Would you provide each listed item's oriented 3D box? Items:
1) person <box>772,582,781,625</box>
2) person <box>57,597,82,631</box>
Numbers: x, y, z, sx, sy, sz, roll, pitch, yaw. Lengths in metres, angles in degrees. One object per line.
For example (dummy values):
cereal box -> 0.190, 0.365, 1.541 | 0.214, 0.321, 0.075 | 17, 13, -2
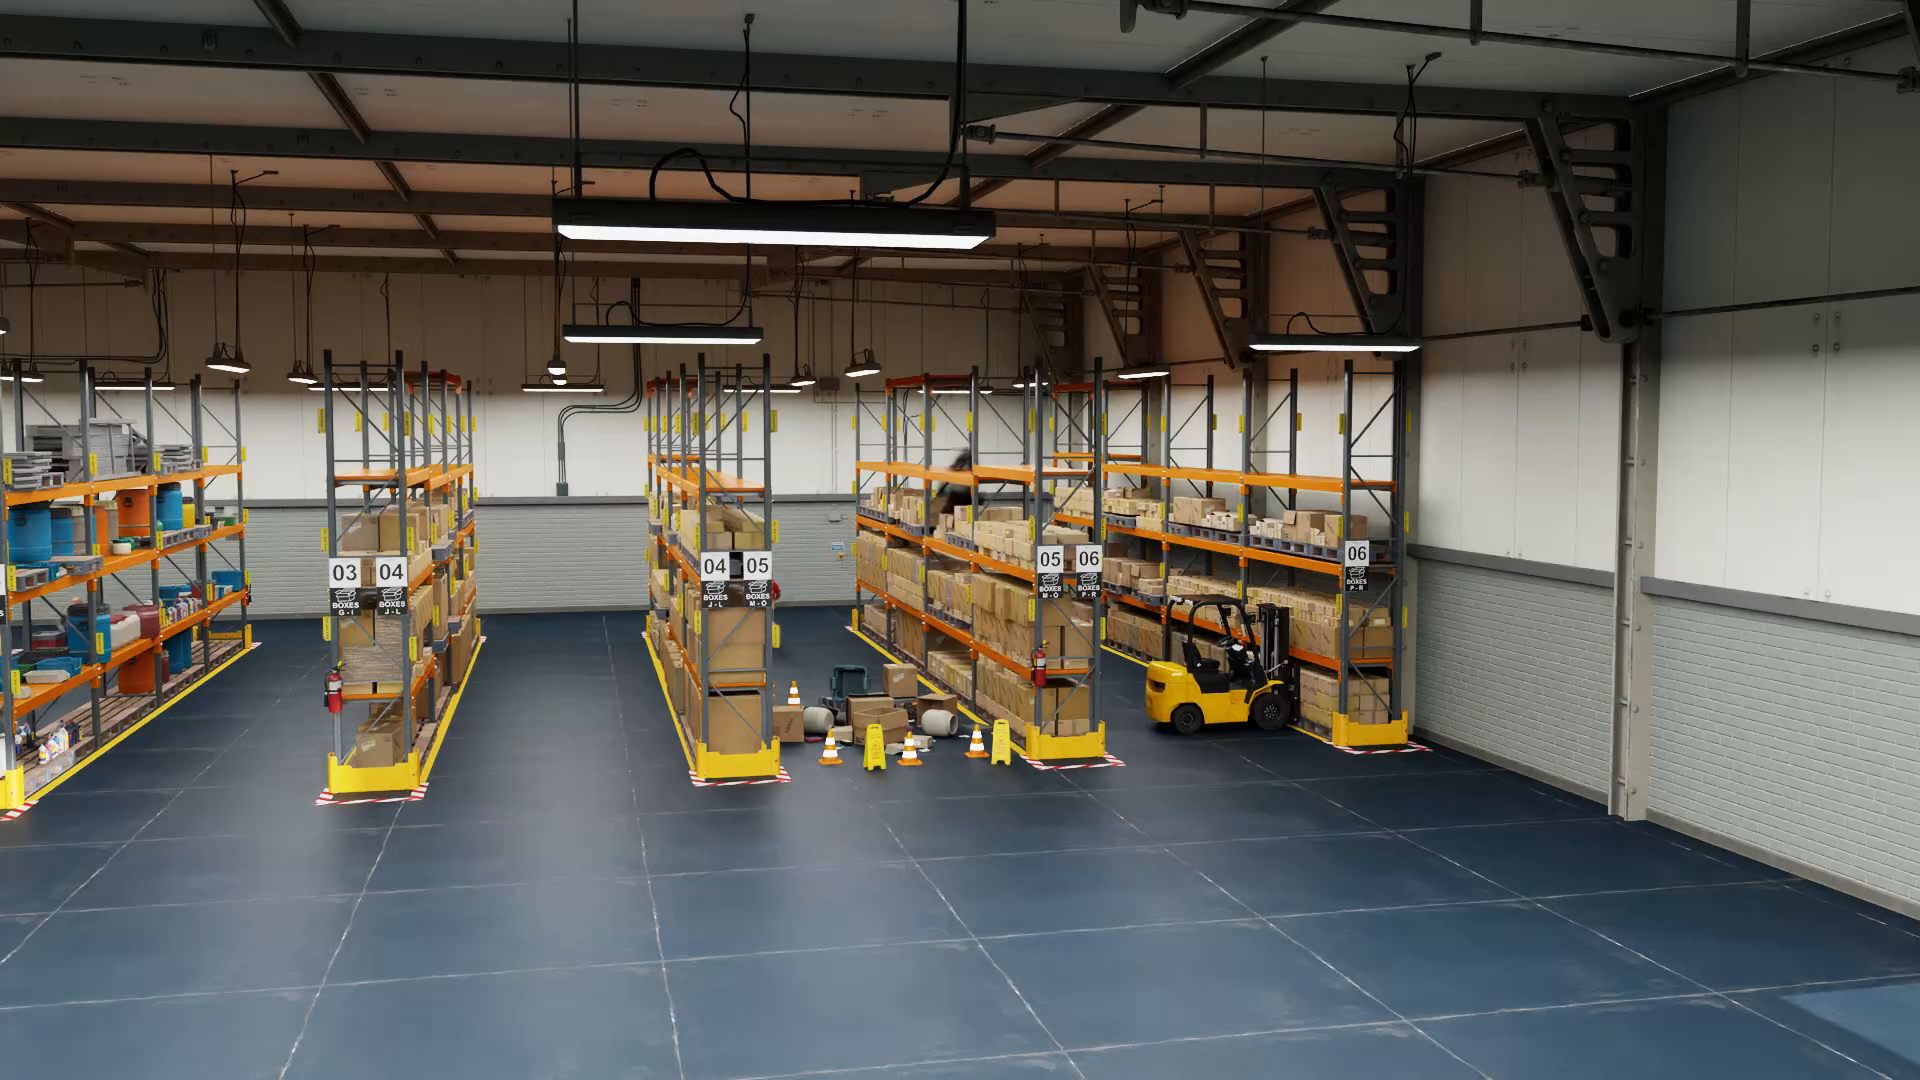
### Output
person -> -4.406, 1.540, 37.767 | 0.663, 1.674, 0.708 | -2, 4, -27
person -> -17.009, 1.940, 32.009 | 0.662, 1.678, 0.539 | -2, 4, -24
